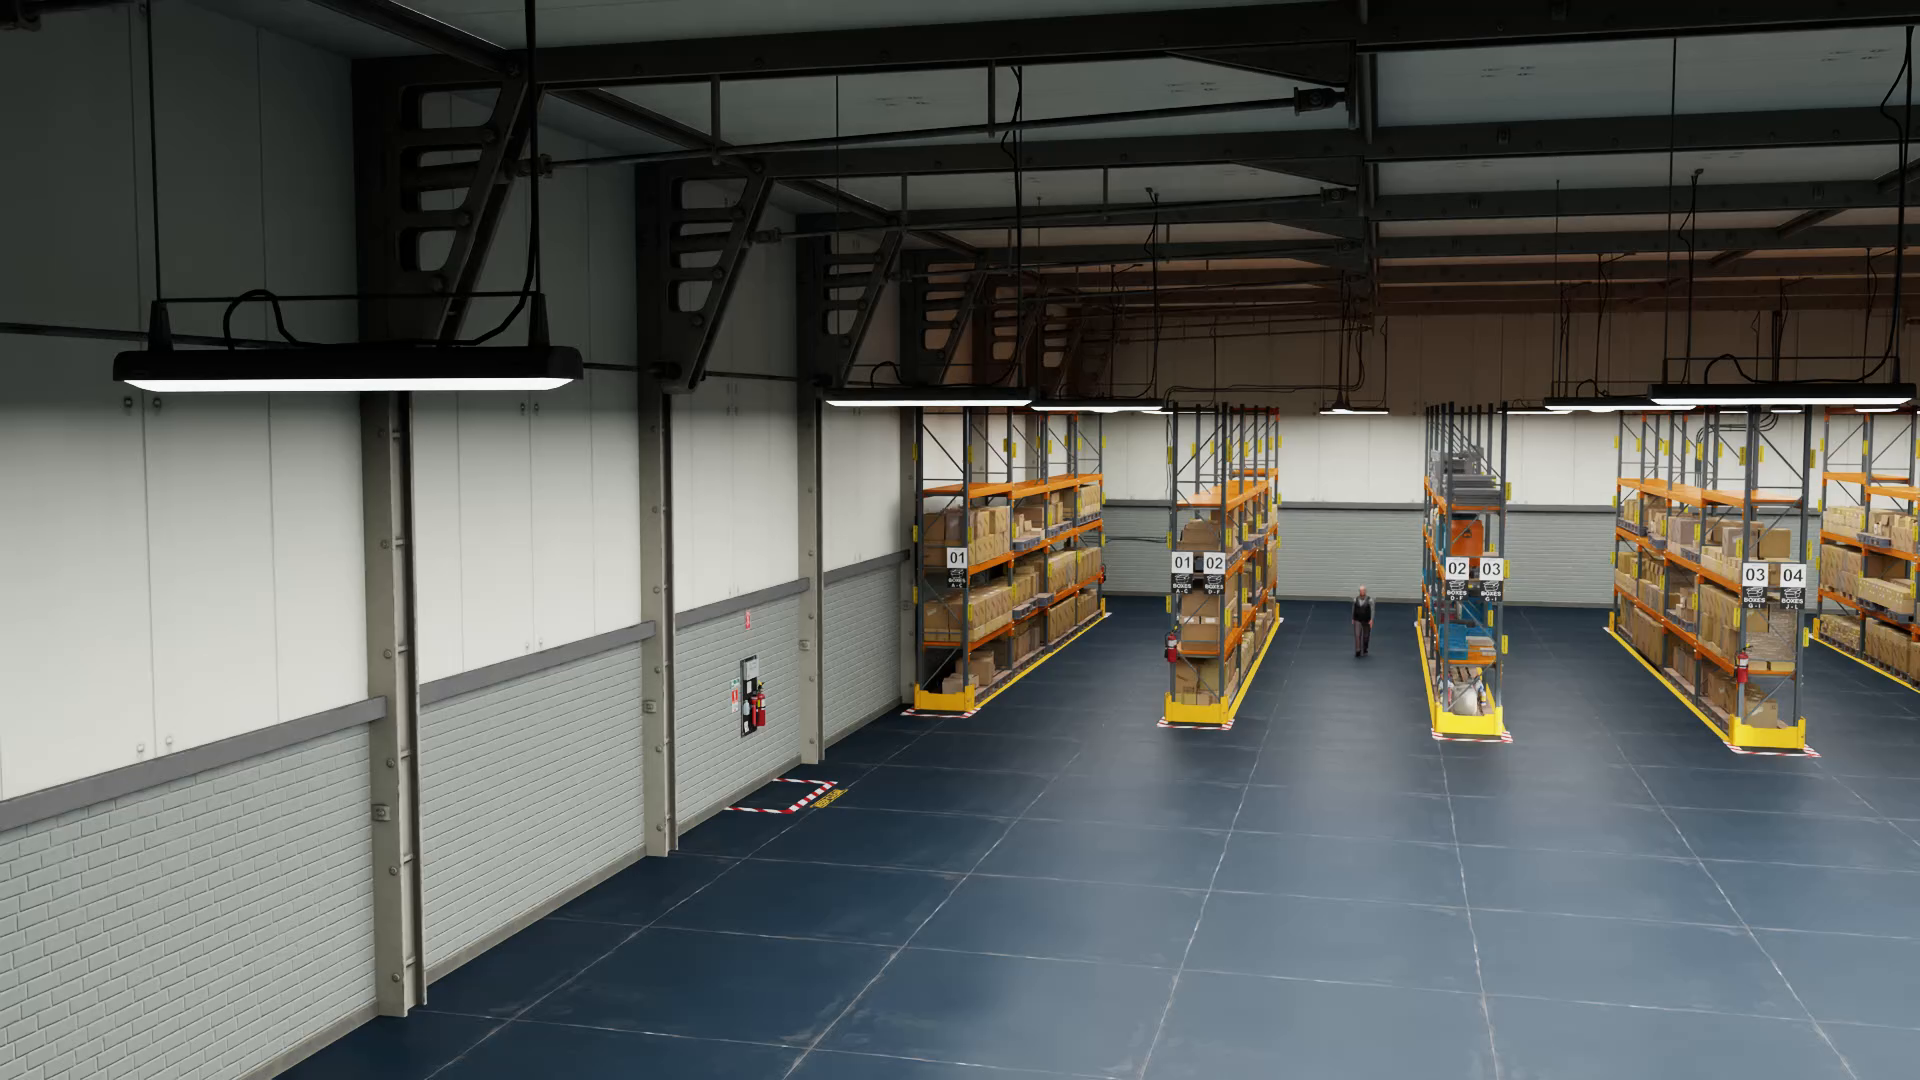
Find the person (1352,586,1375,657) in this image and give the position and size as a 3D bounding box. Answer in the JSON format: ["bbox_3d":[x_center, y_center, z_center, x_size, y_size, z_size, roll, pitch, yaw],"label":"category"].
[{"bbox_3d":[9.640,1.942,39.747,0.556,1.663,1.074,1,4,15],"label":"person"}]

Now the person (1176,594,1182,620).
[{"bbox_3d":[6.157,1.470,46.706,0.457,1.615,0.460,1,4,11],"label":"person"}]
